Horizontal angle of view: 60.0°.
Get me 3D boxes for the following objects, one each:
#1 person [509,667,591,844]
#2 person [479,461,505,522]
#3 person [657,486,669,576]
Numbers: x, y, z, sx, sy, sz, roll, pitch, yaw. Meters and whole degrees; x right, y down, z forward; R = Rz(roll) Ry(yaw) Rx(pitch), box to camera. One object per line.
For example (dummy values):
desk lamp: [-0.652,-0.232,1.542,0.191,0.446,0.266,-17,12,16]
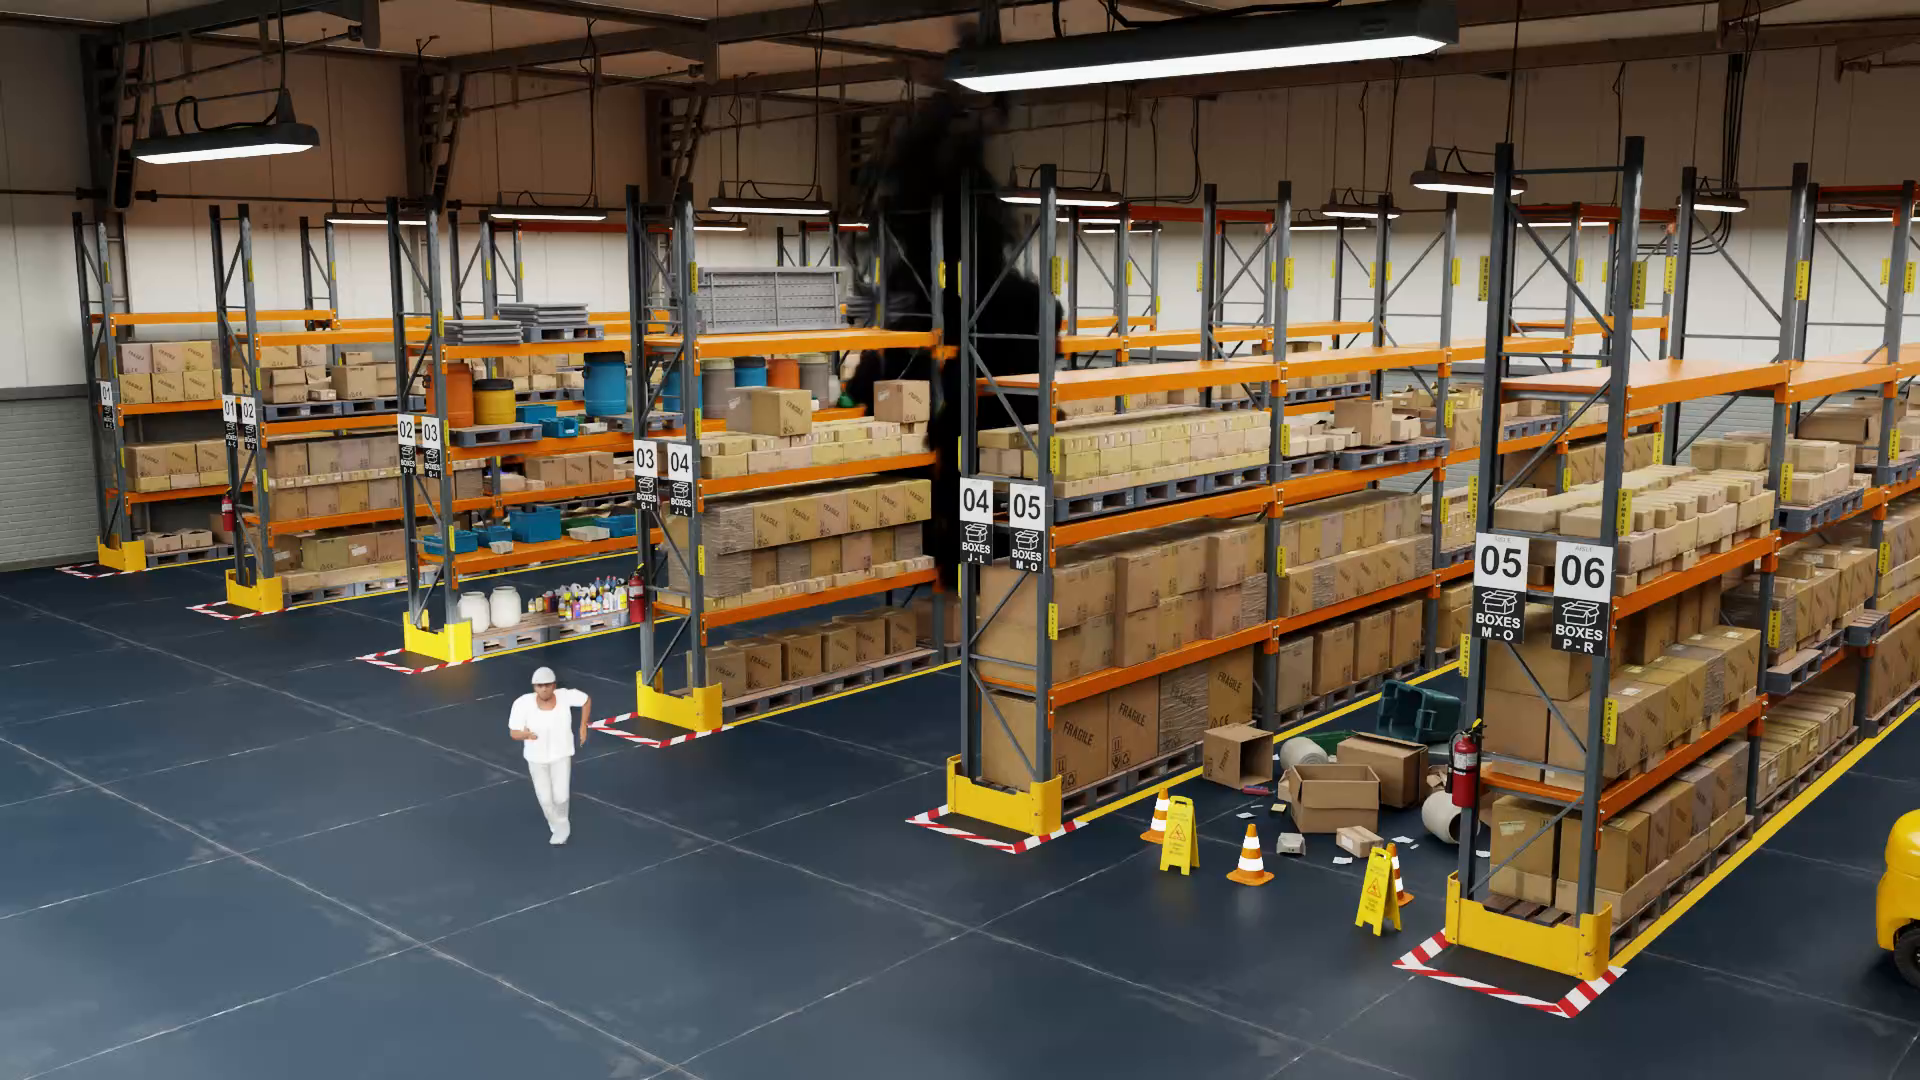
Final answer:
person: [-3.583,1.911,14.583,0.673,1.690,0.796,-1,10,-8]
person: [-8.593,-0.713,30.612,0.546,1.640,0.666,5,11,26]
person: [-4.866,-0.249,27.460,0.643,1.744,0.552,7,12,37]
